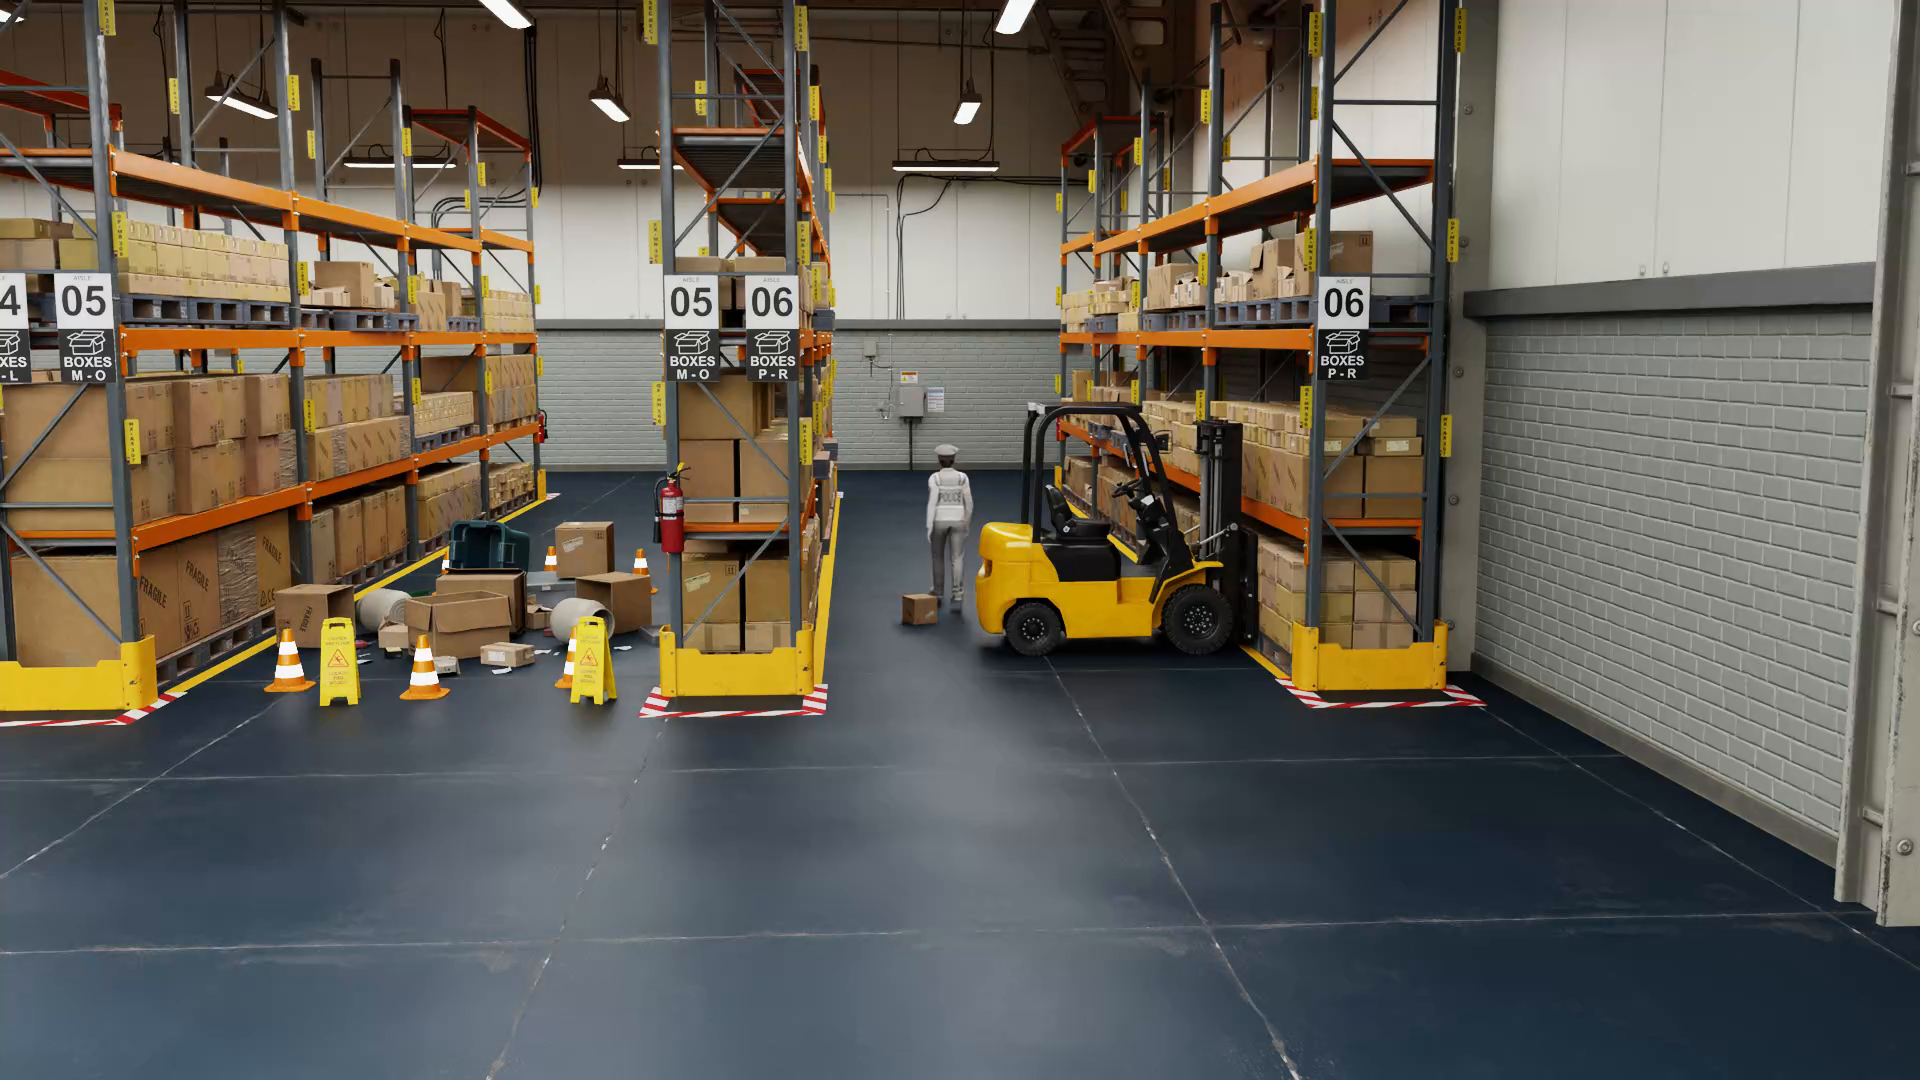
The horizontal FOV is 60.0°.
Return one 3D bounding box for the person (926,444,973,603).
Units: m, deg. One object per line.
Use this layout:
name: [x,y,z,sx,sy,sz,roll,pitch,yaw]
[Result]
person: [-0.107,-0.166,17.065,0.512,1.626,1.030,-1,7,-9]
